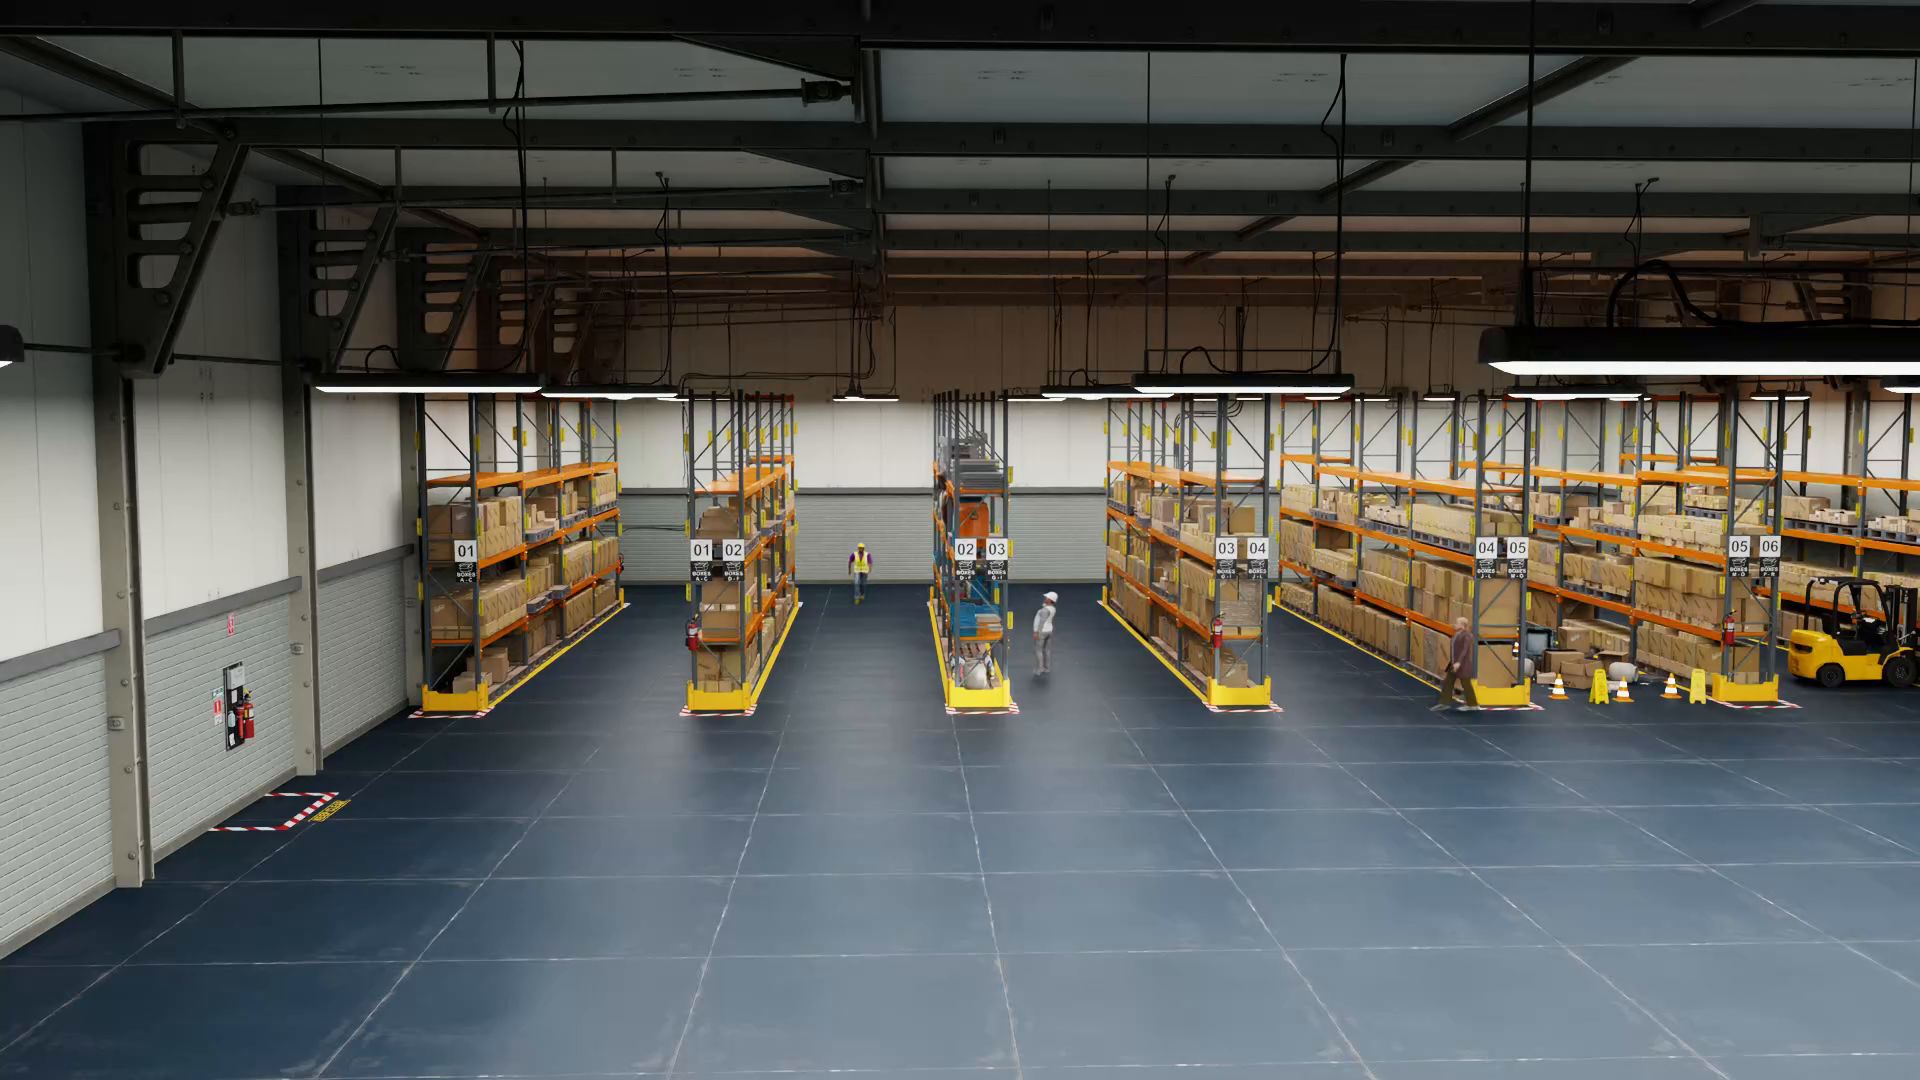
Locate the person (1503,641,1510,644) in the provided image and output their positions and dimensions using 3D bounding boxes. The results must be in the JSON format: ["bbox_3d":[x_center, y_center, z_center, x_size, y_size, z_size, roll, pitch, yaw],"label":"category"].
[{"bbox_3d":[12.502,1.886,38.348,0.409,1.457,0.512,2,5,26],"label":"person"}]

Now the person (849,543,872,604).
[{"bbox_3d":[-2.886,0.950,48.129,0.695,1.746,0.994,0,5,0],"label":"person"}]

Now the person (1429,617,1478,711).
[{"bbox_3d":[9.233,2.332,30.896,0.838,1.797,0.689,-1,5,-7],"label":"person"}]

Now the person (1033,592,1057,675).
[{"bbox_3d":[1.766,1.971,35.232,0.512,1.747,0.564,3,6,36],"label":"person"}]
